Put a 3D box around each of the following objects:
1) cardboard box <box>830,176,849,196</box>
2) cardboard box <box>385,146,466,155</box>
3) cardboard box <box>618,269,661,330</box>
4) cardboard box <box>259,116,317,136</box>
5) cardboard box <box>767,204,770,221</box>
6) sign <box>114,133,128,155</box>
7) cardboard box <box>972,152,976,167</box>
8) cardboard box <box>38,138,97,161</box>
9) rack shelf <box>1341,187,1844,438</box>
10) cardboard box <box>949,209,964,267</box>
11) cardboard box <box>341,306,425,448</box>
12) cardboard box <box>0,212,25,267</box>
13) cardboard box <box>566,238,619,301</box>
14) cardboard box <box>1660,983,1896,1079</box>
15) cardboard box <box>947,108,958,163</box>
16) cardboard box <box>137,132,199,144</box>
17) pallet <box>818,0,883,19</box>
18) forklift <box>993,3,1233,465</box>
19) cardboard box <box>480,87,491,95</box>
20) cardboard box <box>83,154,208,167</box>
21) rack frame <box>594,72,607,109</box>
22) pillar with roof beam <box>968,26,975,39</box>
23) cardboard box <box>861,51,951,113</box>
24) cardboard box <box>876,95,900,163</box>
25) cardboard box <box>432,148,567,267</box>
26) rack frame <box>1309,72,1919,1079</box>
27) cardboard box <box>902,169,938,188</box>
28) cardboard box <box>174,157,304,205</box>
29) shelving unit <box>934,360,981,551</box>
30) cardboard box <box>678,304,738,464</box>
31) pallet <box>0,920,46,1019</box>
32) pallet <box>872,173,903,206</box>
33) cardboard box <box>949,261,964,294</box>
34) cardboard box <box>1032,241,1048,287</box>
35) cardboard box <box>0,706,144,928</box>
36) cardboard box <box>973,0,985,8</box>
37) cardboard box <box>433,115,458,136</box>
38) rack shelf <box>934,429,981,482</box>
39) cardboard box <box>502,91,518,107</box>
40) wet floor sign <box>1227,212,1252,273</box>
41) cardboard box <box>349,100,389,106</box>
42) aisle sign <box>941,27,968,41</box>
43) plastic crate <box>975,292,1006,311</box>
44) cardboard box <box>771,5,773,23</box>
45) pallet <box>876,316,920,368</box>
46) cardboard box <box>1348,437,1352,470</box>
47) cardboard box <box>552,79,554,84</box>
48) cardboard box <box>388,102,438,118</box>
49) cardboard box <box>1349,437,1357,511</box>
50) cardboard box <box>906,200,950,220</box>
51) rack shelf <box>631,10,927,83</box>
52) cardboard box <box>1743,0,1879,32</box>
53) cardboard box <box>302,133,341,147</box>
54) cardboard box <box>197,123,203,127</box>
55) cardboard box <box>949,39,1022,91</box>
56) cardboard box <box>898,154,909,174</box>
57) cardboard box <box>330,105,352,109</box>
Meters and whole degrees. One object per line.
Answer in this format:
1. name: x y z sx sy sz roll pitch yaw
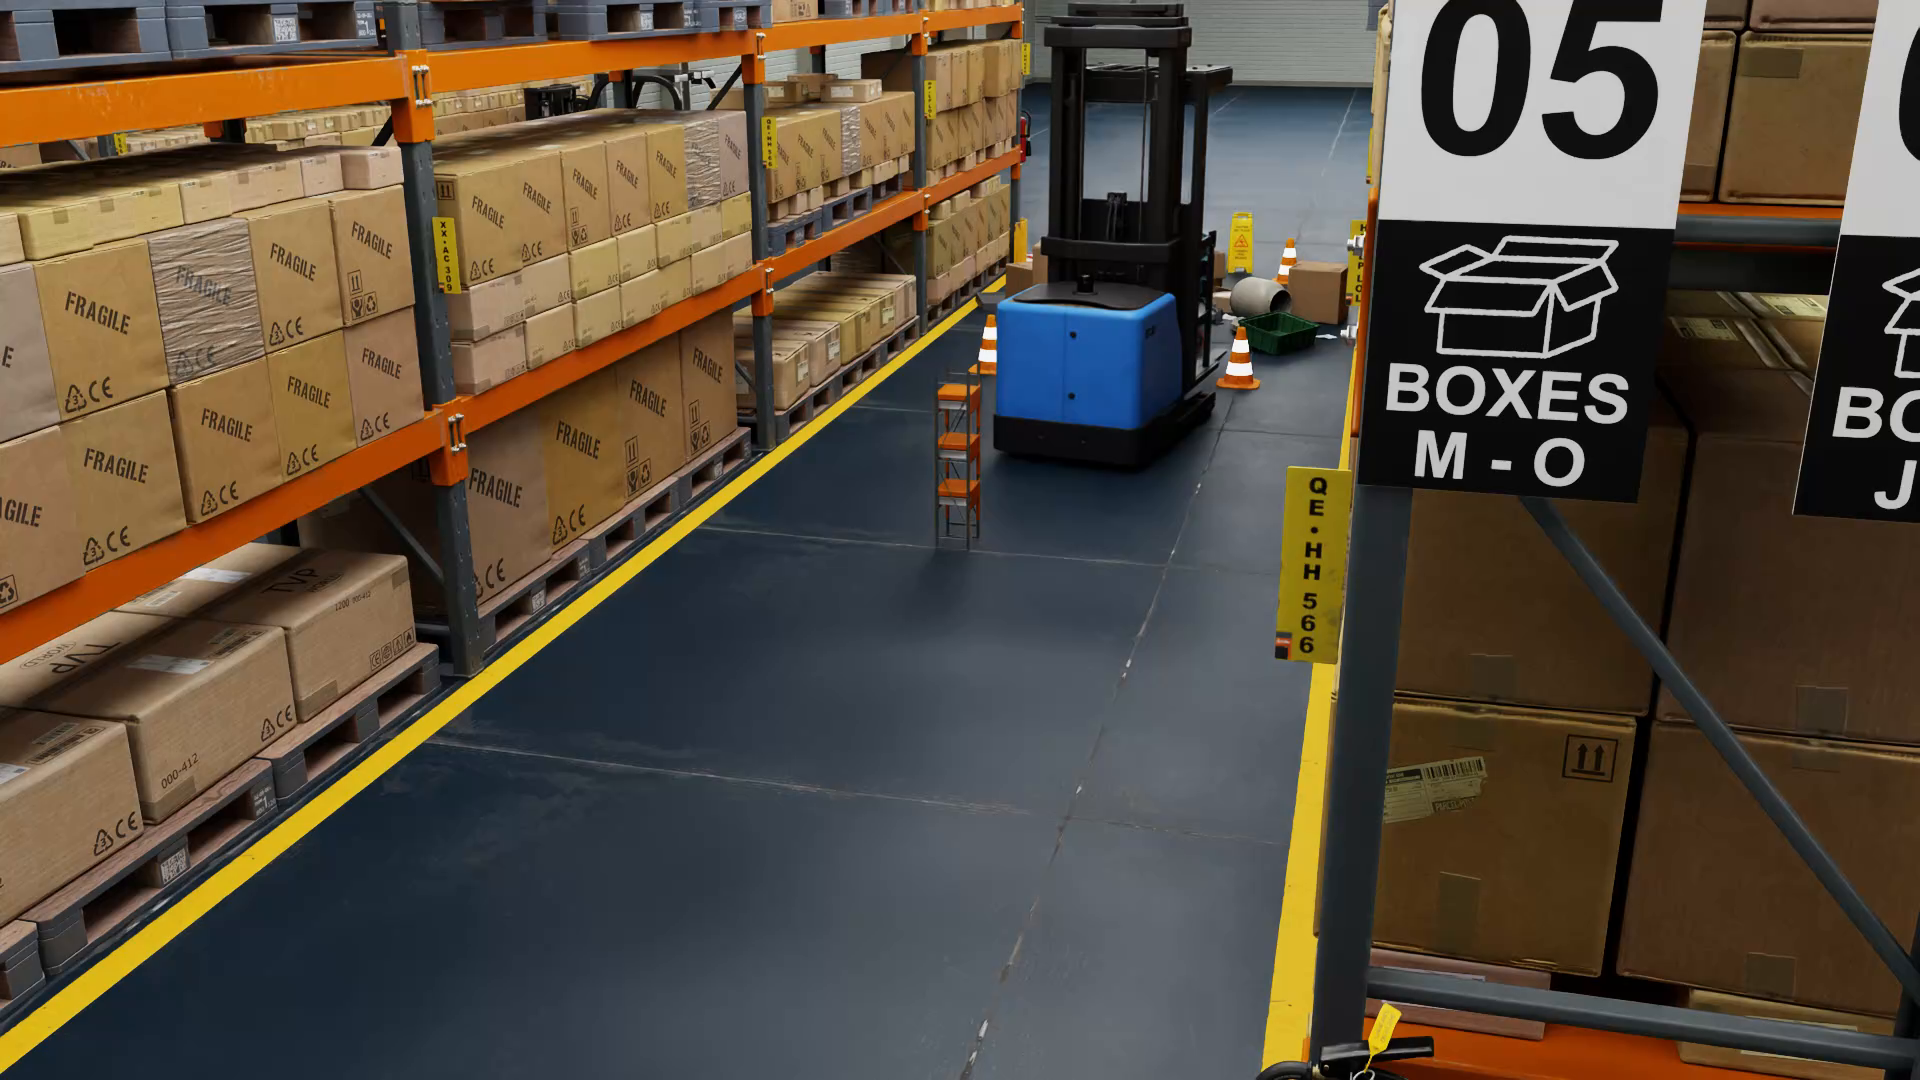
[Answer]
1. cardboard box: -1.075 -2.746 12.825 0.380 0.149 0.250 5 20 15
2. cardboard box: -2.769 -1.666 8.222 0.500 0.500 0.500 5 19 14
3. cardboard box: -1.994 -1.346 9.220 0.500 0.250 0.500 4 19 12
4. cardboard box: -5.765 -3.548 14.275 0.380 0.149 0.250 5 19 14
5. cardboard box: -1.517 -2.243 11.353 0.380 0.149 0.250 4 19 10
6. sign: -6.062 -2.938 11.979 0.100 0.325 0.005 5 19 13
7. cardboard box: -0.055 -3.766 16.461 0.380 0.149 0.250 5 19 13
8. cardboard box: -6.708 -2.939 12.494 0.380 0.149 0.250 5 20 15
9. rack shelf: 1.582 -0.915 4.199 1.077 0.370 4.000 5 19 13
10. cardboard box: -0.274 -2.915 16.024 0.500 0.500 0.500 5 20 16
11. cardboard box: -2.619 -0.704 6.954 0.500 0.500 0.500 5 19 14
12. cardboard box: -3.045 -0.891 4.951 0.380 0.149 0.250 5 19 14
13. cardboard box: -2.124 -1.425 8.679 0.500 0.250 0.500 5 19 14
14. cardboard box: 1.491 0.834 2.995 0.380 0.149 0.250 4 19 13
15. cardboard box: -0.321 -3.793 15.537 0.500 0.500 0.500 5 19 13
16. cardboard box: -6.125 -3.064 12.860 0.380 0.149 0.250 5 20 15
17. pallet: -1.304 -4.150 12.847 1.213 0.211 1.003 5 19 13
18. forklift: 1.267 -2.317 11.935 1.130 2.935 3.031 8 20 22
19. cardboard box: -5.018 -4.618 16.949 0.380 0.149 0.250 4 19 13
20. cardboard box: -3.151 -1.406 6.459 0.380 0.149 0.250 4 19 13
21. rack frame: -4.636 -4.975 19.611 1.000 3.000 0.127 5 19 13
22. pillar with roof beam: 4.358 -14.849 39.239 9.100 9.000 0.400 5 19 13
23. cardboard box: -0.482 -4.112 14.924 0.700 0.500 0.500 4 19 13
24. cardboard box: -0.810 -3.398 13.732 0.500 0.500 0.500 5 19 14
25. cardboard box: -2.270 -1.620 8.088 0.500 0.500 0.500 5 19 13
26. rack frame: 1.094 0.790 2.733 1.000 3.000 0.127 5 19 13
27. cardboard box: -0.411 -3.284 15.052 0.380 0.149 0.250 5 19 13
28. cardboard box: -2.761 -1.377 6.373 0.380 0.149 0.250 5 19 13
29. shelving unit: -0.013 -0.480 9.469 0.215 1.050 0.252 5 19 13
30. cardboard box: -2.026 -1.060 10.786 0.875 0.875 0.875 4 19 13
31. pallet: -3.612 1.494 4.987 1.003 0.211 1.213 5 19 13
32. pallet: -1.127 -3.011 14.159 1.003 0.211 1.213 5 19 13
33. cardboard box: -0.274 -2.559 16.144 0.500 0.250 0.500 6 20 16
34. cardboard box: 0.934 -2.374 14.694 0.500 0.500 0.500 5 19 13
35. cardboard box: -3.451 0.943 5.601 0.875 0.438 0.875 5 20 15
36. cardboard box: 0.030 -5.265 16.211 0.380 0.149 0.250 4 19 13
37. cardboard box: -5.252 -3.887 16.271 0.500 0.500 0.500 4 19 12
38. rack shelf: -0.013 -0.470 9.472 0.215 0.259 0.240 5 19 13
39. cardboard box: -4.883 -4.637 17.465 0.380 0.149 0.250 4 19 12
40. wet floor sign: 3.090 -3.276 18.280 0.267 0.644 0.232 1 19 4
41. cardboard box: -5.784 -4.196 16.174 0.380 0.149 0.250 5 19 13
42. aisle sign: -0.107 -5.858 18.175 0.394 0.787 0.004 5 19 13
43. plastic crate: 0.379 -2.376 16.519 0.402 0.080 0.583 -2 19 -6
44. cardboard box: -1.472 -3.597 11.146 0.396 0.266 0.258 5 19 13
45. pallet: -0.988 -1.766 14.532 1.003 0.211 1.213 5 19 13
46. cardboard box: 1.434 -0.205 5.033 0.500 0.500 0.500 4 19 12
47. cardboard box: -4.720 -5.105 18.373 0.380 0.149 0.250 5 19 14
48. cardboard box: -5.281 -4.154 16.051 0.380 0.149 0.250 4 19 13
49. cardboard box: 1.206 -0.356 3.928 0.500 0.500 0.500 6 20 16
50. cardboard box: -0.305 -3.087 15.526 0.380 0.149 0.250 5 19 14
51. rack shelf: -1.288 -3.782 12.592 1.077 0.370 4.000 5 19 13
52. cardboard box: 1.455 -0.915 2.543 0.500 0.250 0.500 5 19 14
53. cardboard box: -5.735 -3.391 14.432 0.500 0.250 0.500 5 19 14
54. cardboard box: -6.351 -3.422 13.907 0.380 0.149 0.250 5 20 15
55. cardboard box: 0.265 -5.068 17.721 0.700 0.500 0.500 4 19 12
56. cardboard box: -0.657 -3.227 14.233 0.380 0.149 0.250 5 19 14
57. cardboard box: -5.907 -3.982 15.546 0.380 0.149 0.250 4 19 12
